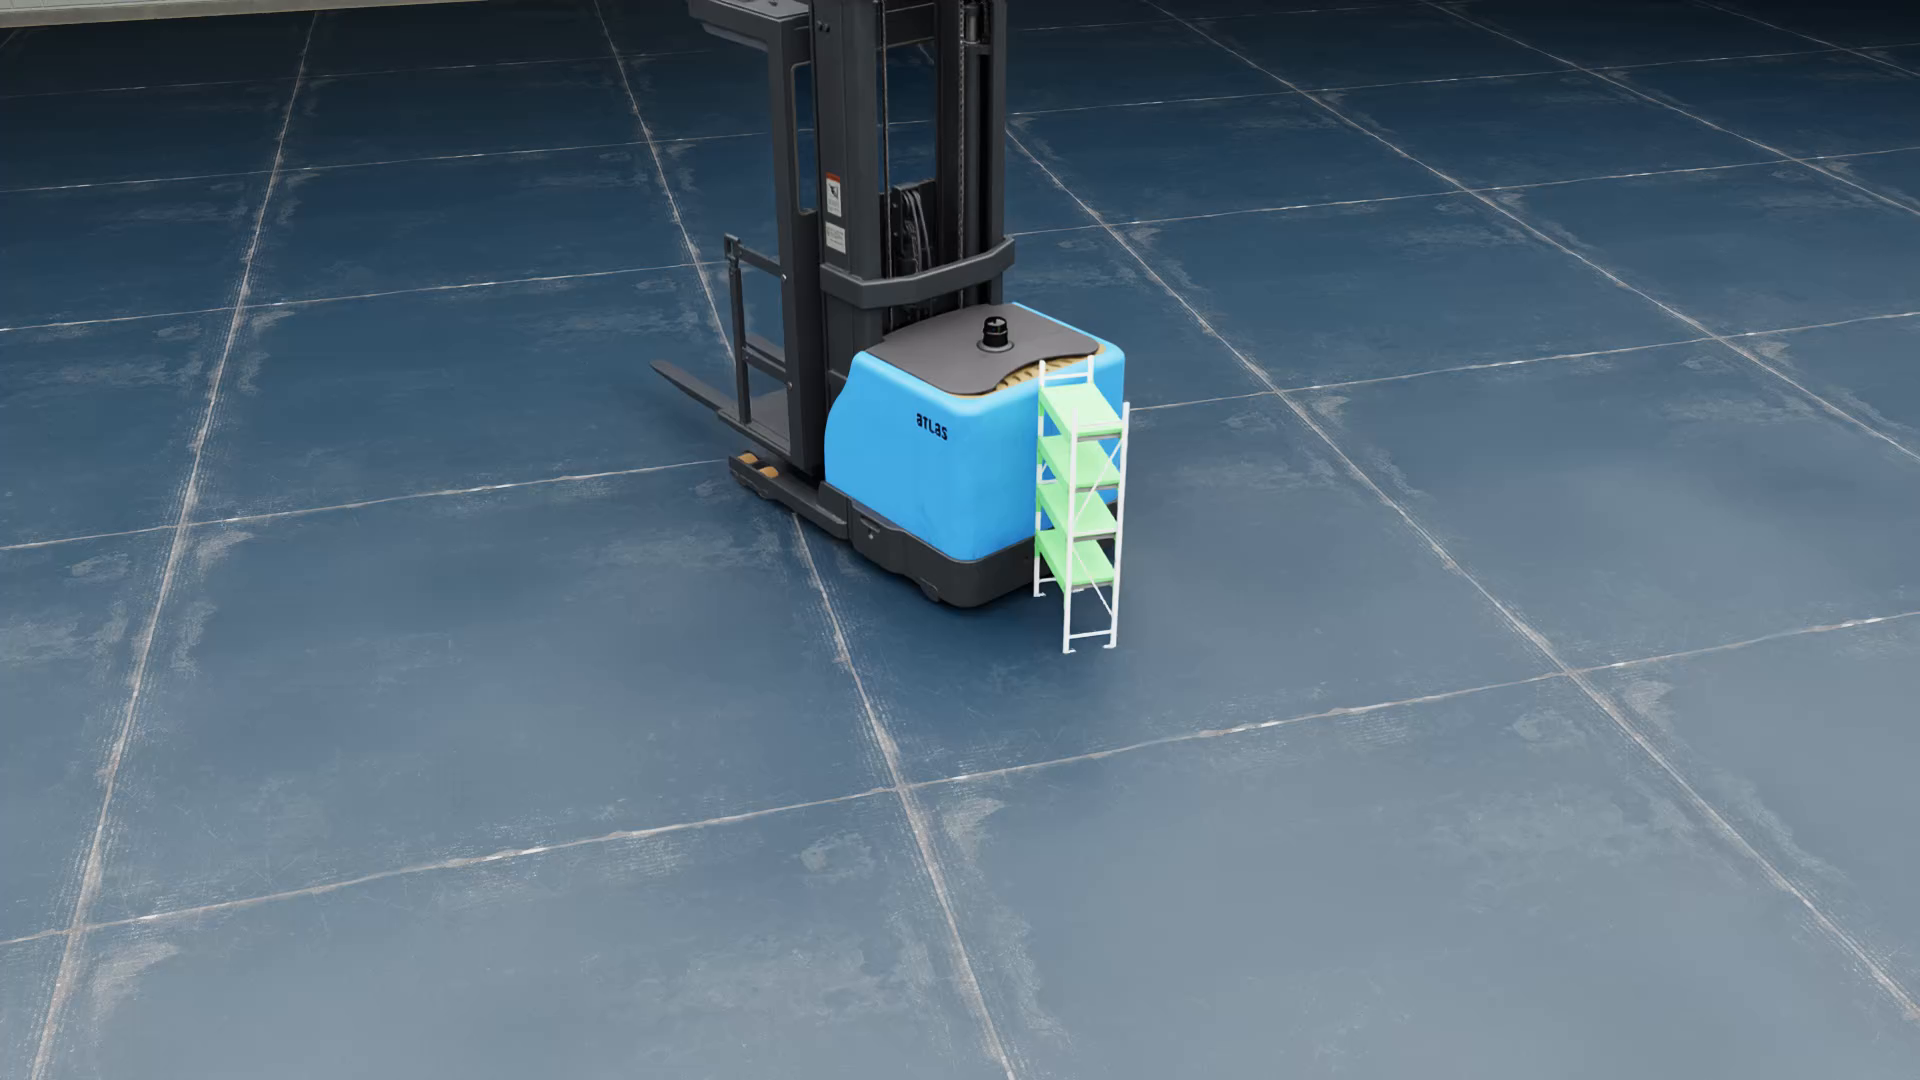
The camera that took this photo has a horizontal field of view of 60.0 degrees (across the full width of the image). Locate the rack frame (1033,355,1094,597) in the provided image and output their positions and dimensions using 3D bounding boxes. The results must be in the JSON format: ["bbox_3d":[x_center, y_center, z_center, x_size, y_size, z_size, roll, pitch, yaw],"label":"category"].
[{"bbox_3d":[0.463,-0.268,7.516,0.240,1.200,0.015,-7,31,-12],"label":"rack frame"}]

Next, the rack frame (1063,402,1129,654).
[{"bbox_3d":[0.576,-0.030,7.105,0.240,1.200,0.015,-7,31,-12],"label":"rack frame"}]

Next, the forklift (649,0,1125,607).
[{"bbox_3d":[-0.558,-1.626,8.133,1.130,2.935,3.031,-23,37,-34],"label":"forklift"}]

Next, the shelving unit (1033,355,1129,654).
[{"bbox_3d":[0.520,-0.149,7.310,0.258,1.200,0.503,-7,31,-12],"label":"shelving unit"}]

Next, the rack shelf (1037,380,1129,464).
[{"bbox_3d":[0.520,-0.509,7.102,0.258,0.148,0.480,-7,31,-12],"label":"rack shelf"}]

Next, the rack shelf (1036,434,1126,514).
[{"bbox_3d":[0.520,-0.302,7.222,0.258,0.148,0.480,-7,31,-12],"label":"rack shelf"}]

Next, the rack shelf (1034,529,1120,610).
[{"bbox_3d":[0.520,0.114,7.462,0.258,0.148,0.480,-7,31,-12],"label":"rack shelf"}]

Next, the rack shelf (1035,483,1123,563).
[{"bbox_3d":[0.520,-0.094,7.342,0.258,0.148,0.480,-7,31,-12],"label":"rack shelf"}]
